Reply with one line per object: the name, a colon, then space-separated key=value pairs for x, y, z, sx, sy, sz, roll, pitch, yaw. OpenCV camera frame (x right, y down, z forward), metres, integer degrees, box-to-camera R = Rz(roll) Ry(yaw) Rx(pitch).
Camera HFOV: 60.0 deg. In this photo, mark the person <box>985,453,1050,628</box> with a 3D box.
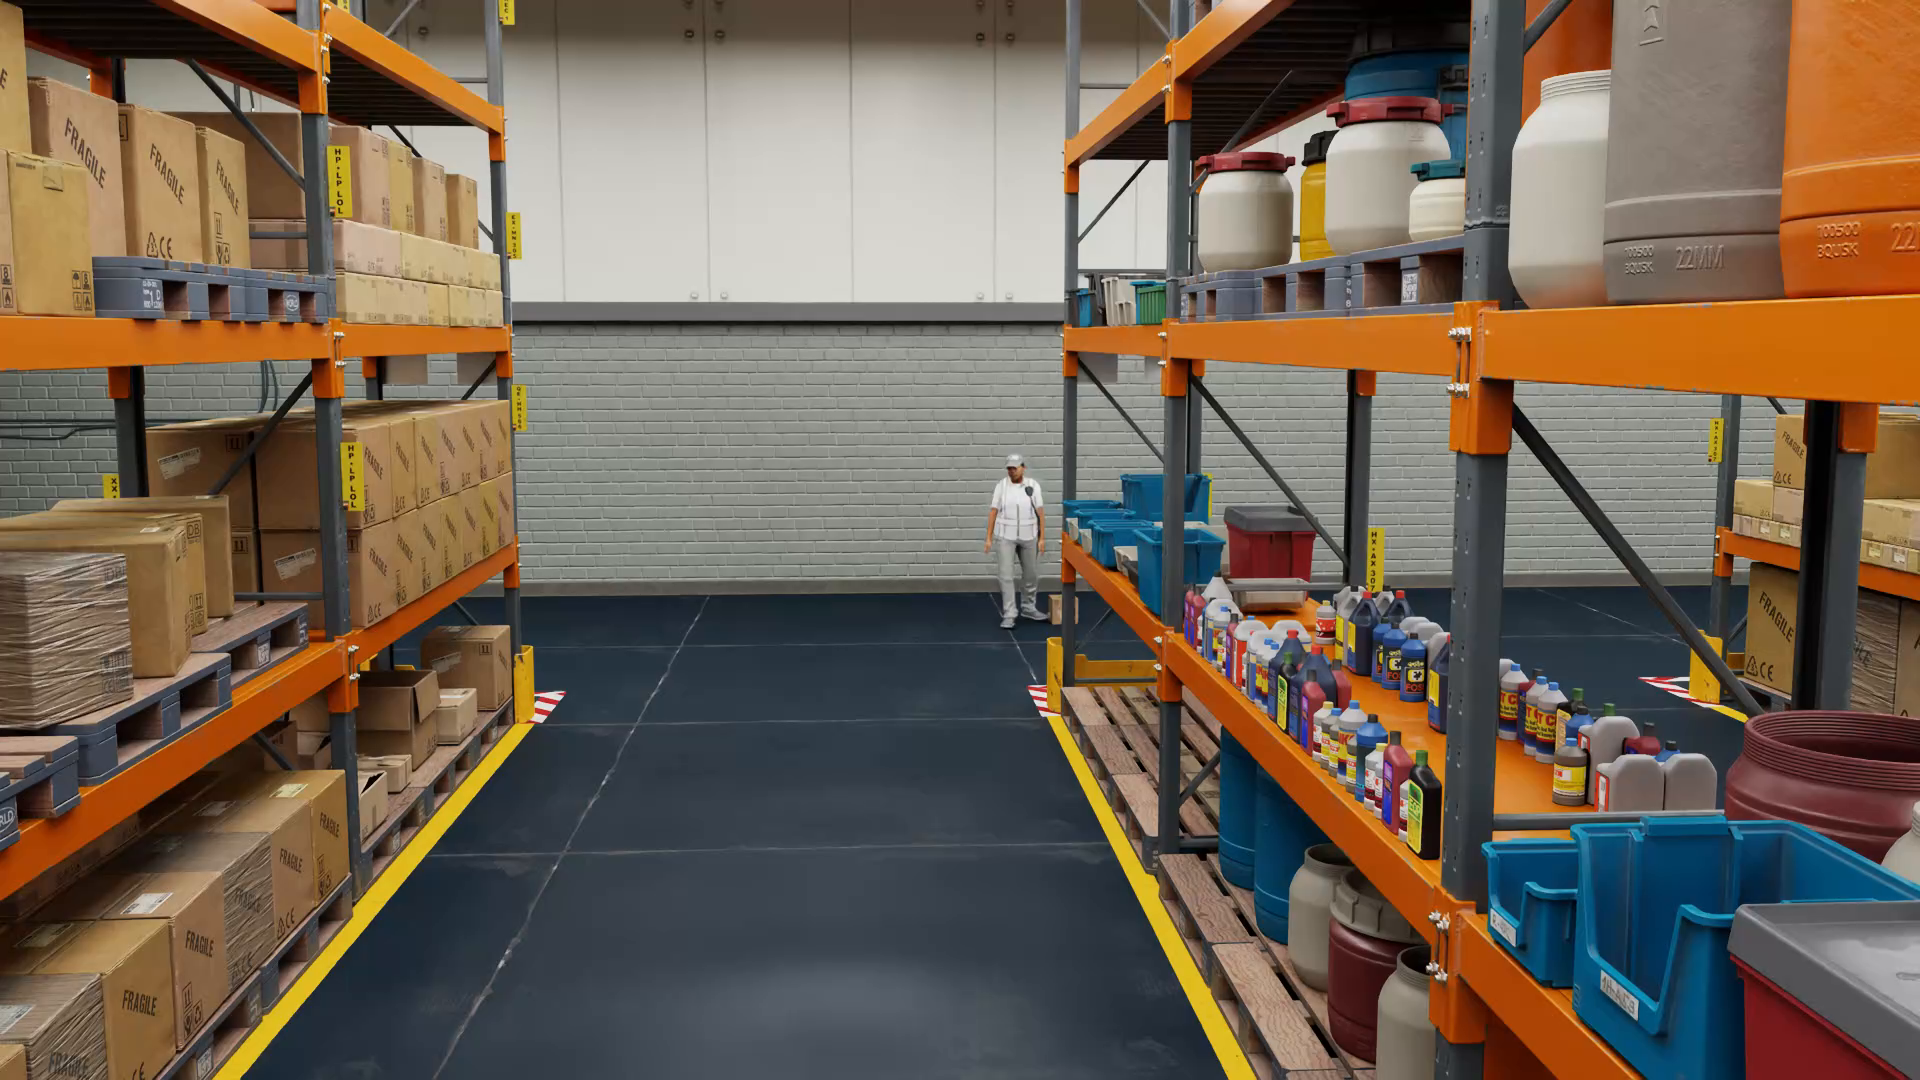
person: x=0.555 y=-0.011 z=15.827 sx=0.645 sy=1.649 sz=0.596 roll=0 pitch=7 yaw=-3
